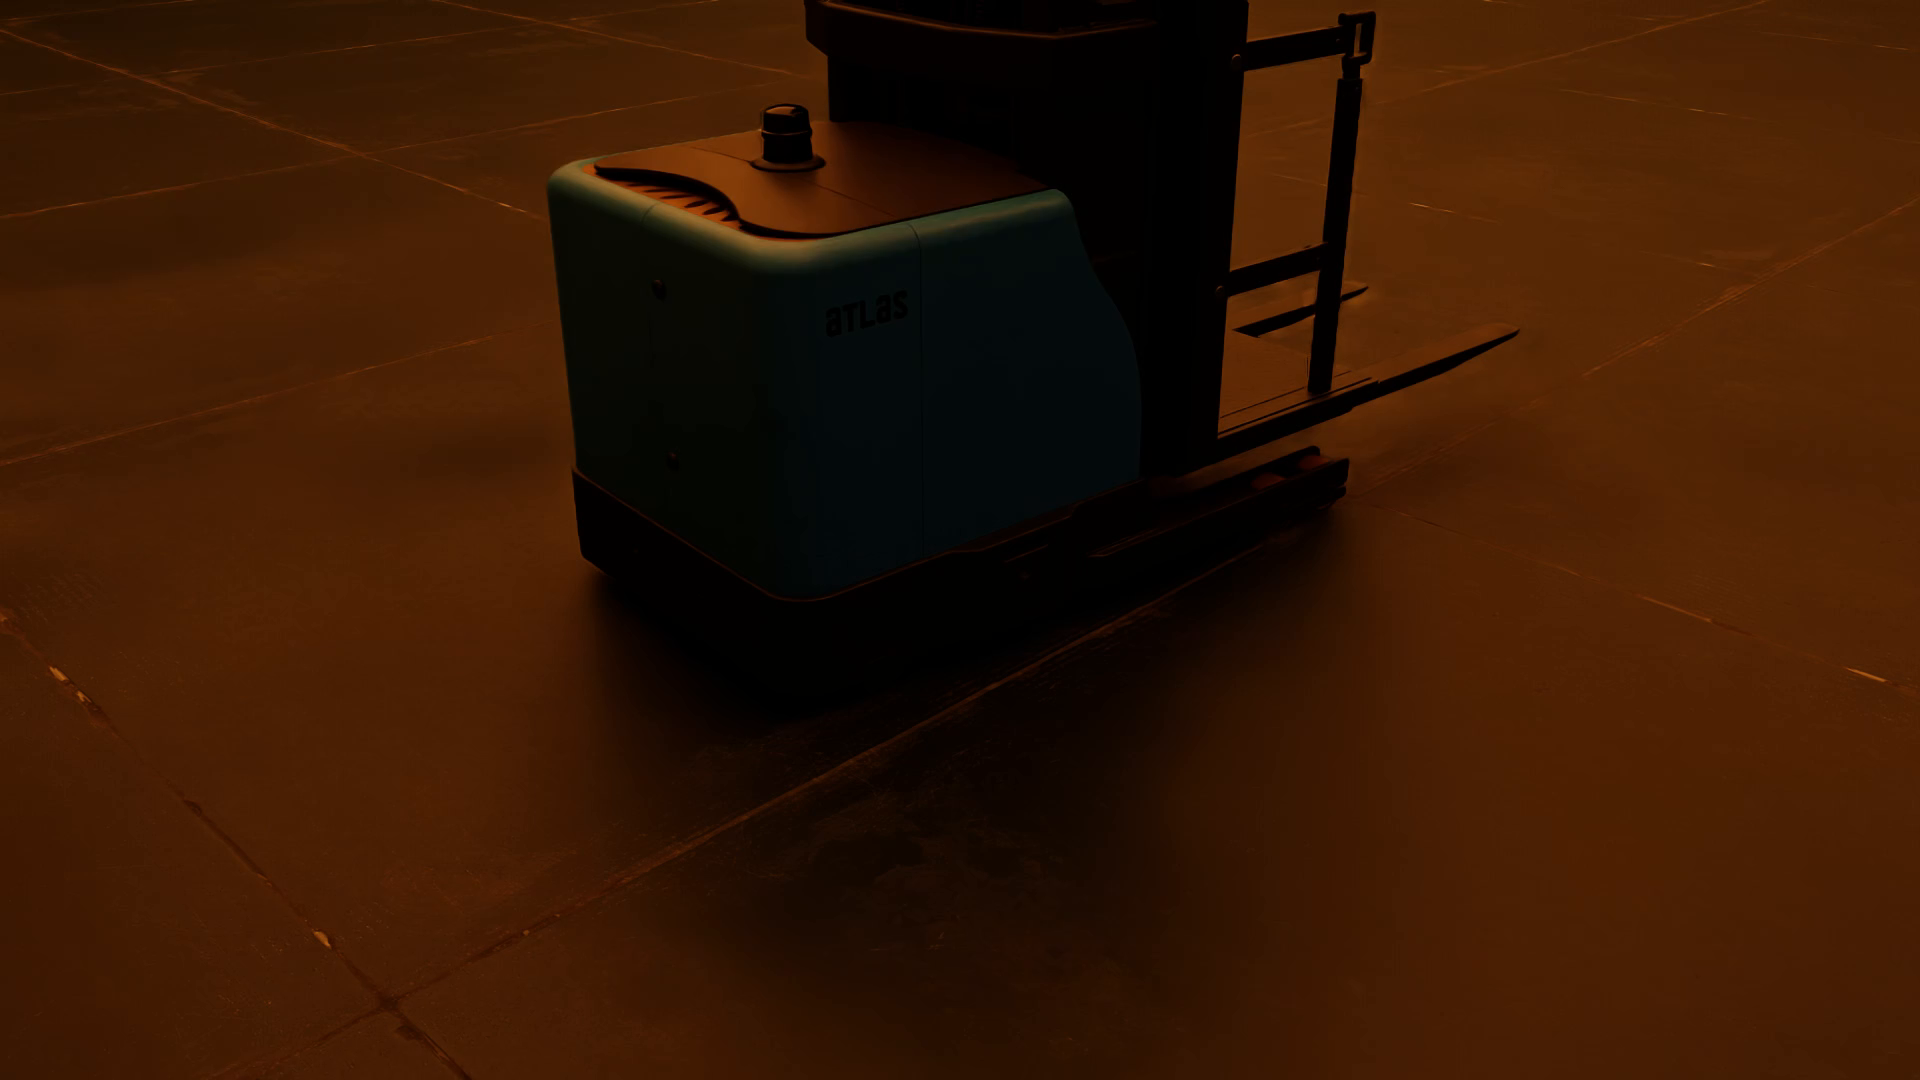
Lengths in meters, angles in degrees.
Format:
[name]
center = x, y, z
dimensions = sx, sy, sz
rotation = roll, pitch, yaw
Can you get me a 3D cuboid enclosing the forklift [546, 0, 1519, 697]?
[forklift]
center = 0.463, -1.491, 4.255
dimensions = 3.031, 2.935, 1.130
rotation = -20, 33, -35
